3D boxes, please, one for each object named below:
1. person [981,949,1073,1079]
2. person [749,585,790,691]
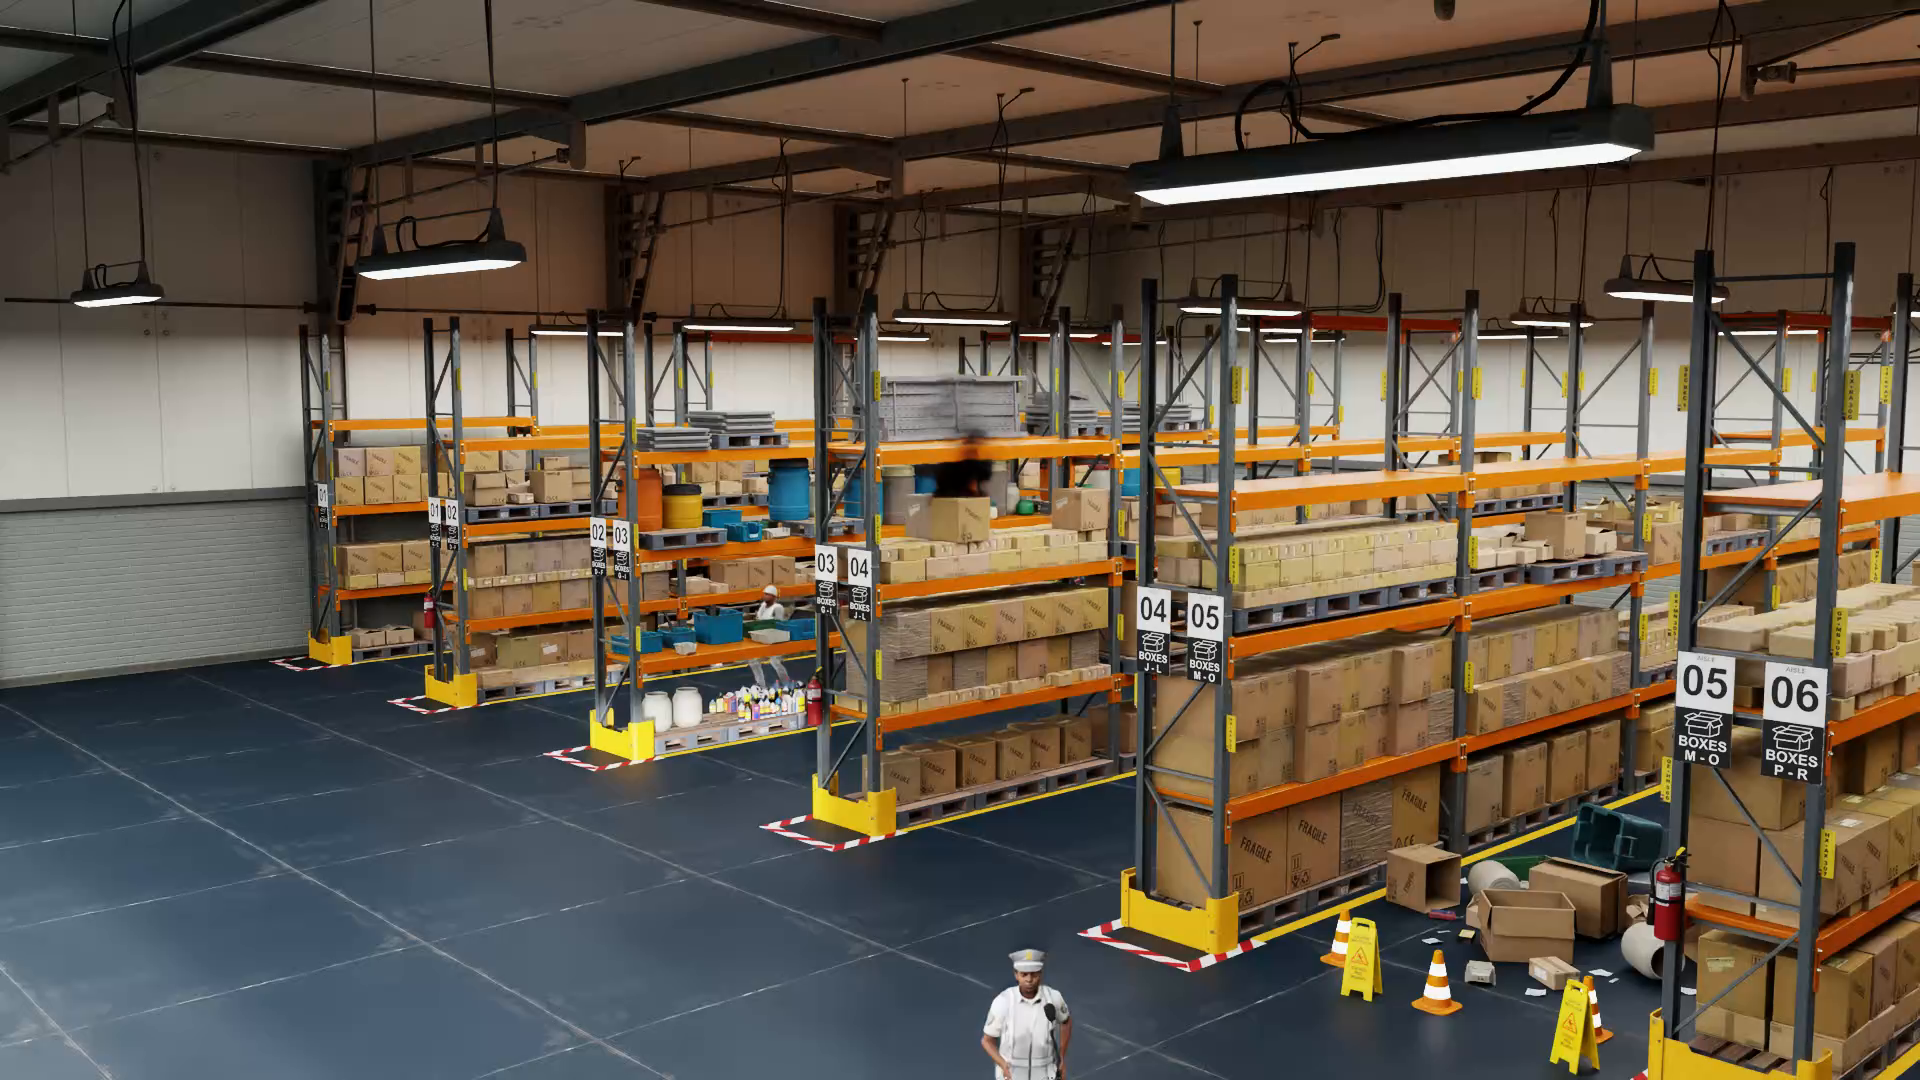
[{"bbox_3d":[0.419,3.306,10.200,0.579,1.692,0.851,0,6,-3],"label":"person"},{"bbox_3d":[-3.025,1.630,26.282,0.657,1.835,0.756,5,8,41],"label":"person"}]
